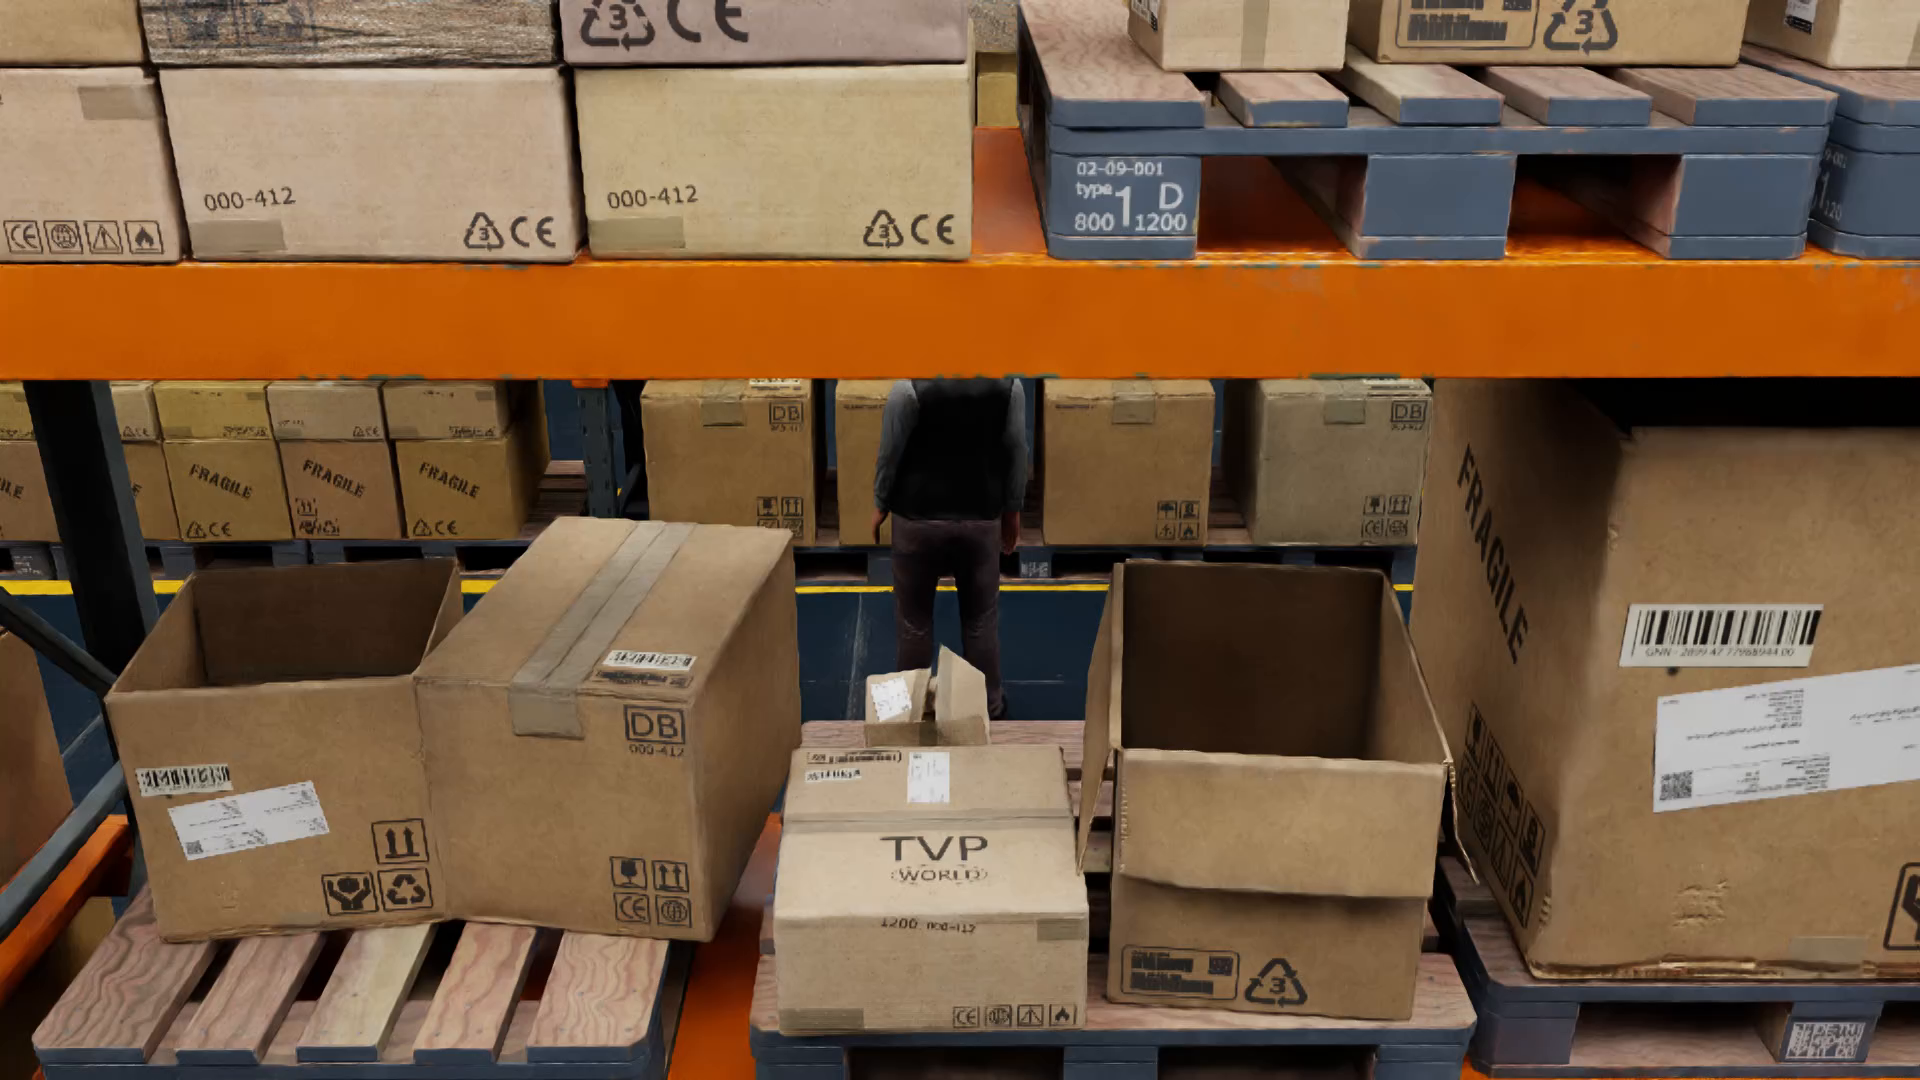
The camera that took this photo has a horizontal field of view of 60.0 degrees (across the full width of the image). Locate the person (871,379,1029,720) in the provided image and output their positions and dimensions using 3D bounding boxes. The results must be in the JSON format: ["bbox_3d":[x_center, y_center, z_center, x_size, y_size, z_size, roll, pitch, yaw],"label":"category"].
[{"bbox_3d":[-0.037,-0.079,6.253,0.582,1.732,0.390,-5,25,-12],"label":"person"}]
